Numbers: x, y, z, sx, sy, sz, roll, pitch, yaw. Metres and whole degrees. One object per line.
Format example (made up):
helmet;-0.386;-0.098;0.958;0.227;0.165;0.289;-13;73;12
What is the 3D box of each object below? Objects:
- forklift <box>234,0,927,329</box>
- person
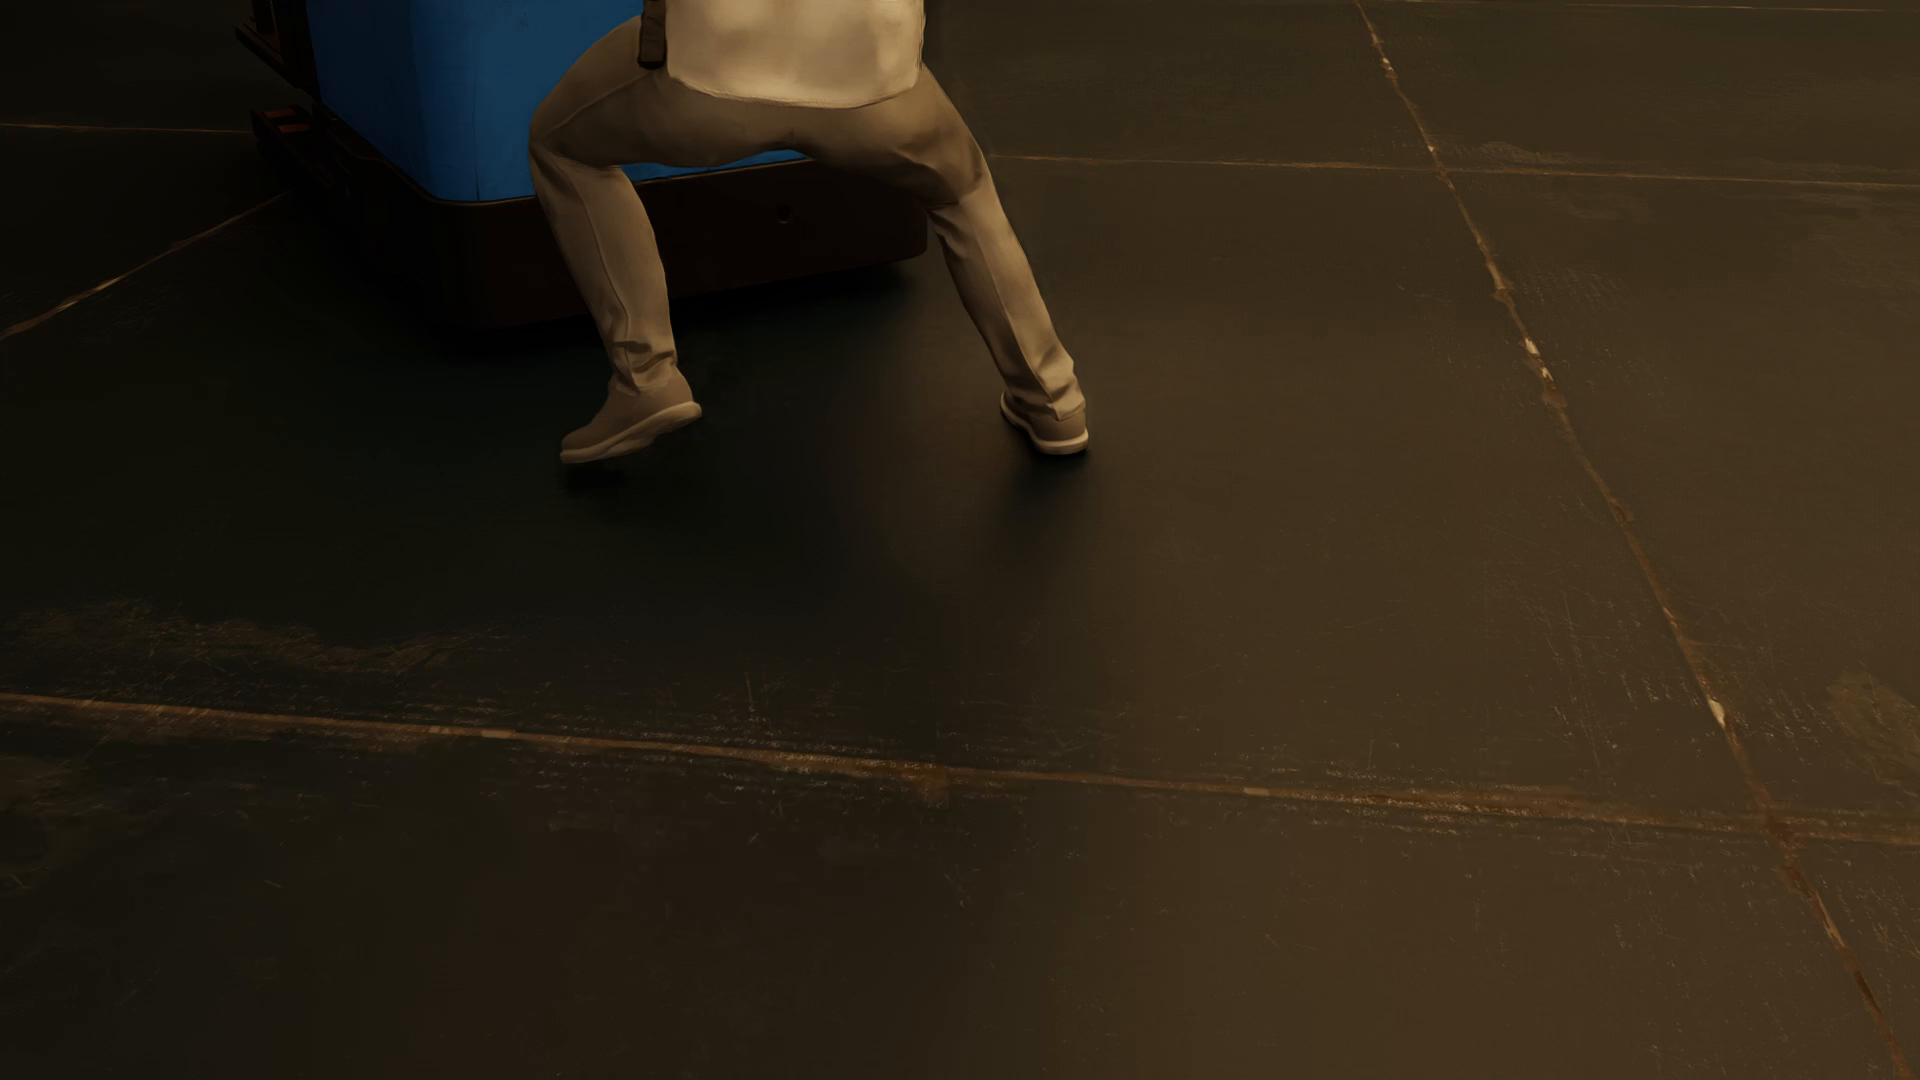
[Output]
forklift;-1.255;-2.327;3.881;1.130;2.935;3.031;-15;30;-27
person;-0.248;-0.778;2.430;0.945;1.454;0.707;-4;27;-8
